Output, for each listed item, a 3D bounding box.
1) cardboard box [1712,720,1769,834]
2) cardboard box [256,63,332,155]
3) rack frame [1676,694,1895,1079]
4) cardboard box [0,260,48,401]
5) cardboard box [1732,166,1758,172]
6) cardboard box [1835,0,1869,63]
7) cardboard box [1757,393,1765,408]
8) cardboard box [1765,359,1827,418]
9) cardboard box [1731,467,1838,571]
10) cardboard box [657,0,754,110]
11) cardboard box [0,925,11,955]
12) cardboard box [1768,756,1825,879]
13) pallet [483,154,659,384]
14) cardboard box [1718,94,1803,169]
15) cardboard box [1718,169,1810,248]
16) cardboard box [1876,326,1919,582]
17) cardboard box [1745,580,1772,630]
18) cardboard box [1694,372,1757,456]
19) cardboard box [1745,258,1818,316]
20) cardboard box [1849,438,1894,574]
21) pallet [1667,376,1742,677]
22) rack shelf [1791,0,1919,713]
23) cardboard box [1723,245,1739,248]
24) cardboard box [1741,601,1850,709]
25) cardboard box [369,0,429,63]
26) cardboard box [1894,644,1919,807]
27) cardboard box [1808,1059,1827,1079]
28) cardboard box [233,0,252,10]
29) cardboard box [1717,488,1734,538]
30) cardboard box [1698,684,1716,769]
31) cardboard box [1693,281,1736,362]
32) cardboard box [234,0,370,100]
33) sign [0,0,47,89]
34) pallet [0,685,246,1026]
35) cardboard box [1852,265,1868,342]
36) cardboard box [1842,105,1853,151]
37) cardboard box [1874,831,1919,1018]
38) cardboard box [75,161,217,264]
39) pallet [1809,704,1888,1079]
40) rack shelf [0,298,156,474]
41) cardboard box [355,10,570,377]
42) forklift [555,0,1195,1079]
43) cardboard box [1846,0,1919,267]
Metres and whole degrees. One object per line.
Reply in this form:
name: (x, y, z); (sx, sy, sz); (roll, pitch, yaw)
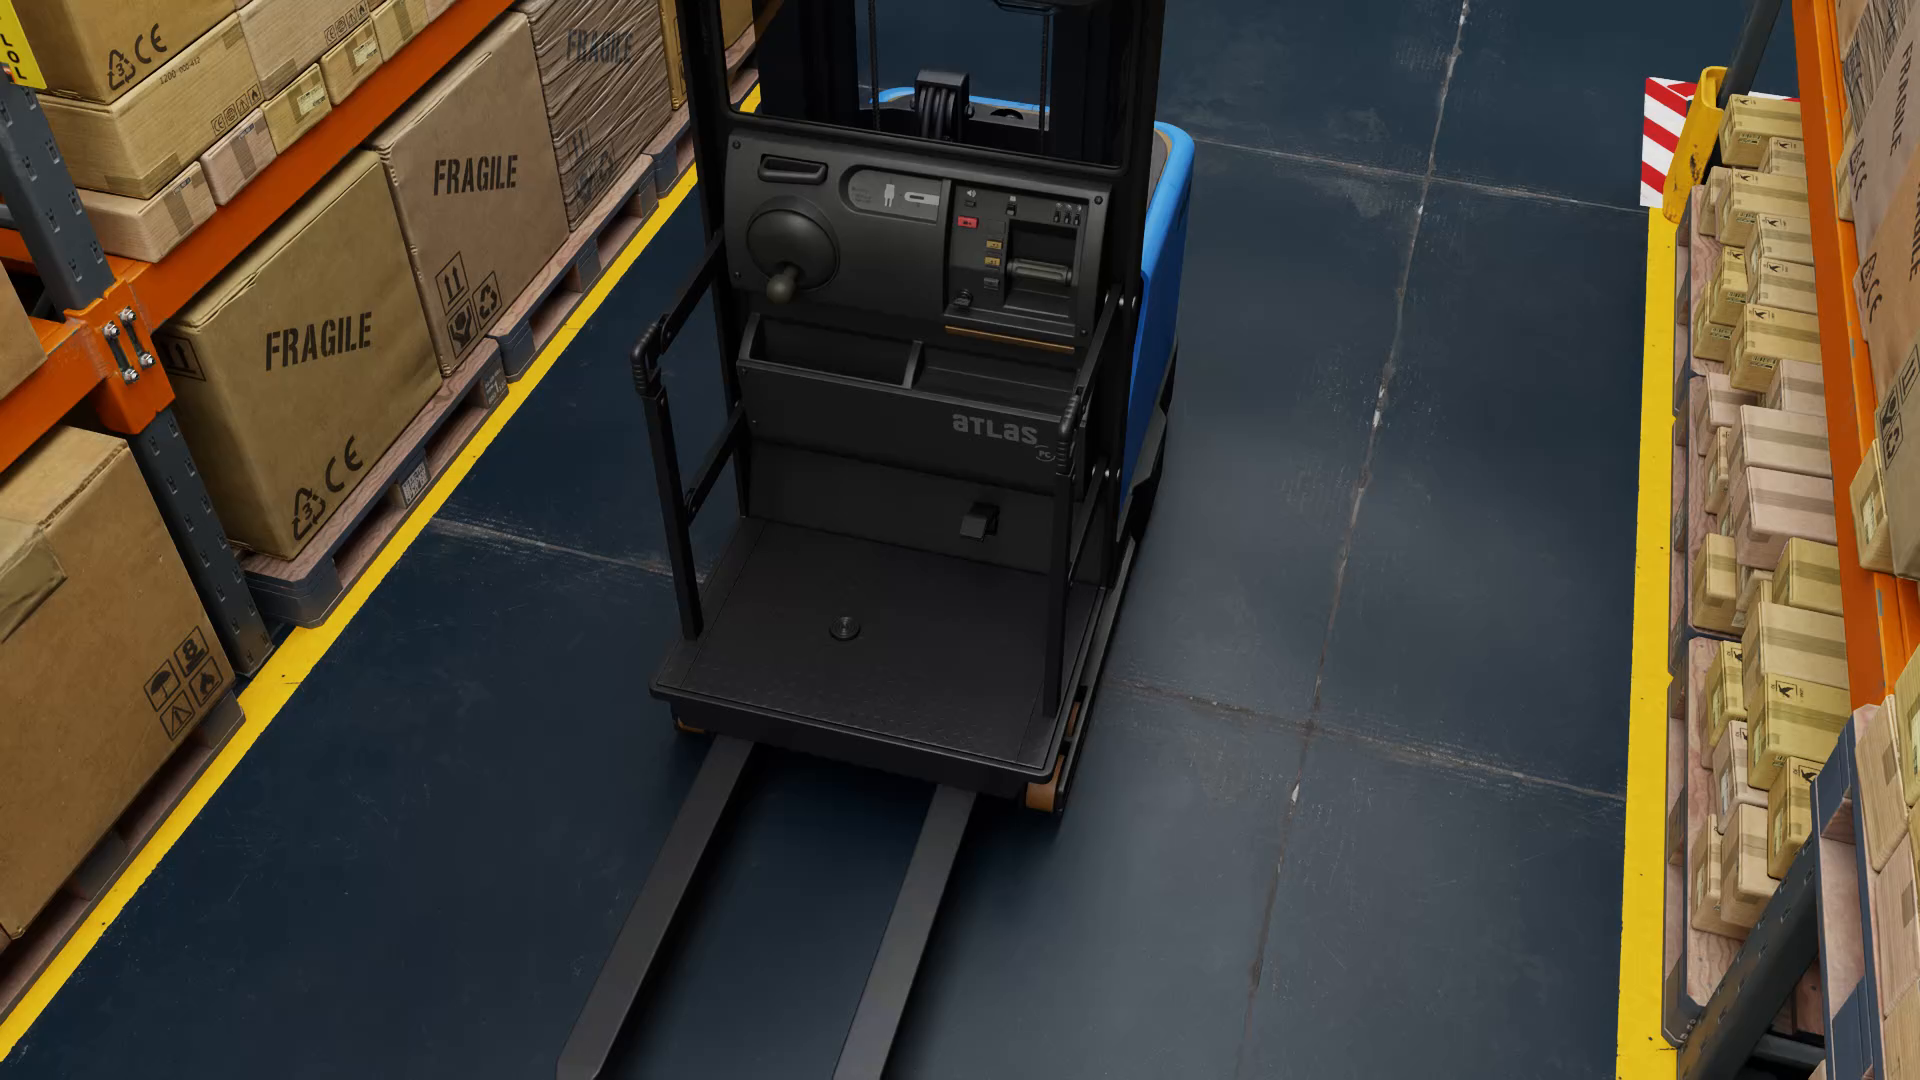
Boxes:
cardboard box: (2.041, 0.607, 4.010); (0.380, 0.149, 0.250); (11, 45, 11)
cardboard box: (-1.953, -1.201, 4.512); (0.380, 0.149, 0.250); (14, 46, 14)
rack frame: (2.179, 0.305, 2.794); (1.000, 3.000, 0.127); (13, 46, 13)
cardboard box: (-2.399, -0.479, 3.523); (0.500, 0.500, 0.500); (13, 46, 13)
cardboard box: (2.987, -1.304, 5.963); (0.380, 0.149, 0.250); (14, 46, 14)
cardboard box: (2.693, -1.577, 4.432); (0.500, 0.500, 0.500); (13, 46, 13)
cardboard box: (2.646, -0.417, 5.057); (0.380, 0.149, 0.250); (15, 46, 15)
cardboard box: (2.543, -0.358, 4.784); (0.380, 0.149, 0.250); (13, 46, 13)
cardboard box: (2.293, -0.034, 4.453); (0.380, 0.149, 0.250); (10, 45, 11)
cardboard box: (-1.424, -2.426, 6.804); (0.875, 0.875, 0.875); (13, 46, 13)
cardboard box: (-2.962, 0.823, 3.483); (1.225, 0.875, 0.875); (11, 45, 11)
cardboard box: (2.038, 0.669, 3.734); (0.380, 0.149, 0.250); (14, 46, 14)
pallet: (-1.845, -1.122, 6.246); (1.003, 0.211, 1.213); (13, 46, 12)
cardboard box: (2.907, -1.428, 5.877); (0.380, 0.149, 0.250); (11, 45, 11)
cardboard box: (2.740, -1.078, 5.519); (0.380, 0.149, 0.250); (12, 46, 12)
cardboard box: (2.056, -0.219, 3.045); (0.500, 0.500, 0.500); (13, 46, 13)
cardboard box: (2.275, 0.279, 4.346); (0.380, 0.149, 0.250); (13, 46, 13)
cardboard box: (2.530, -0.367, 5.219); (0.380, 0.149, 0.250); (10, 45, 11)
cardboard box: (2.651, -0.712, 5.146); (0.380, 0.149, 0.250); (14, 46, 14)
cardboard box: (2.016, -0.040, 3.326); (0.380, 0.149, 0.250); (11, 46, 11)
pallet: (2.716, 0.031, 5.068); (1.003, 0.211, 1.213); (13, 46, 13)
rack shelf: (2.784, -0.771, 4.408); (1.077, 0.370, 4.000); (13, 46, 13)
cardboard box: (2.925, -1.019, 5.885); (0.380, 0.149, 0.250); (12, 46, 12)
cardboard box: (2.146, 0.323, 4.088); (0.380, 0.149, 0.250); (12, 46, 12)
cardboard box: (-1.797, -1.547, 4.866); (0.380, 0.149, 0.250); (12, 46, 12)
cardboard box: (1.621, 0.304, 2.462); (0.380, 0.149, 0.250); (13, 46, 13)
cardboard box: (1.703, 1.217, 2.813); (0.500, 0.250, 0.500); (11, 45, 11)
cardboard box: (-1.973, -1.725, 4.227); (0.500, 0.500, 0.500); (13, 46, 13)
cardboard box: (2.429, -0.009, 4.853); (0.380, 0.149, 0.250); (13, 46, 13)
cardboard box: (2.150, 0.495, 4.338); (0.380, 0.149, 0.250); (11, 45, 11)
cardboard box: (2.674, -0.705, 5.564); (0.380, 0.149, 0.250); (13, 46, 13)
cardboard box: (-1.971, -1.454, 4.485); (0.500, 0.250, 0.500); (12, 46, 12)
sign: (-1.998, -1.090, 3.448); (0.100, 0.325, 0.005); (13, 46, 13)
pallet: (-2.680, 0.714, 4.369); (1.003, 0.211, 1.213); (13, 46, 13)
cardboard box: (2.309, -0.559, 3.857); (0.380, 0.149, 0.250); (11, 45, 11)
cardboard box: (2.556, -1.074, 4.383); (0.380, 0.149, 0.250); (14, 46, 14)
cardboard box: (1.543, 0.596, 2.376); (0.380, 0.149, 0.250); (13, 46, 13)
cardboard box: (-2.111, -0.850, 4.153); (0.380, 0.149, 0.250); (13, 46, 13)
pallet: (1.808, 0.852, 2.372); (1.003, 0.211, 1.213); (13, 46, 13)
rack shelf: (-3.124, 0.777, 2.825); (1.077, 0.370, 4.000); (13, 46, 13)
cardboard box: (-1.969, -1.226, 5.578); (0.875, 0.875, 0.875); (13, 46, 13)
forklift: (-0.170, -0.624, 3.792); (1.130, 2.935, 3.031); (11, 45, 11)
cardboard box: (2.366, -0.896, 3.737); (0.500, 0.500, 0.500); (12, 46, 12)
